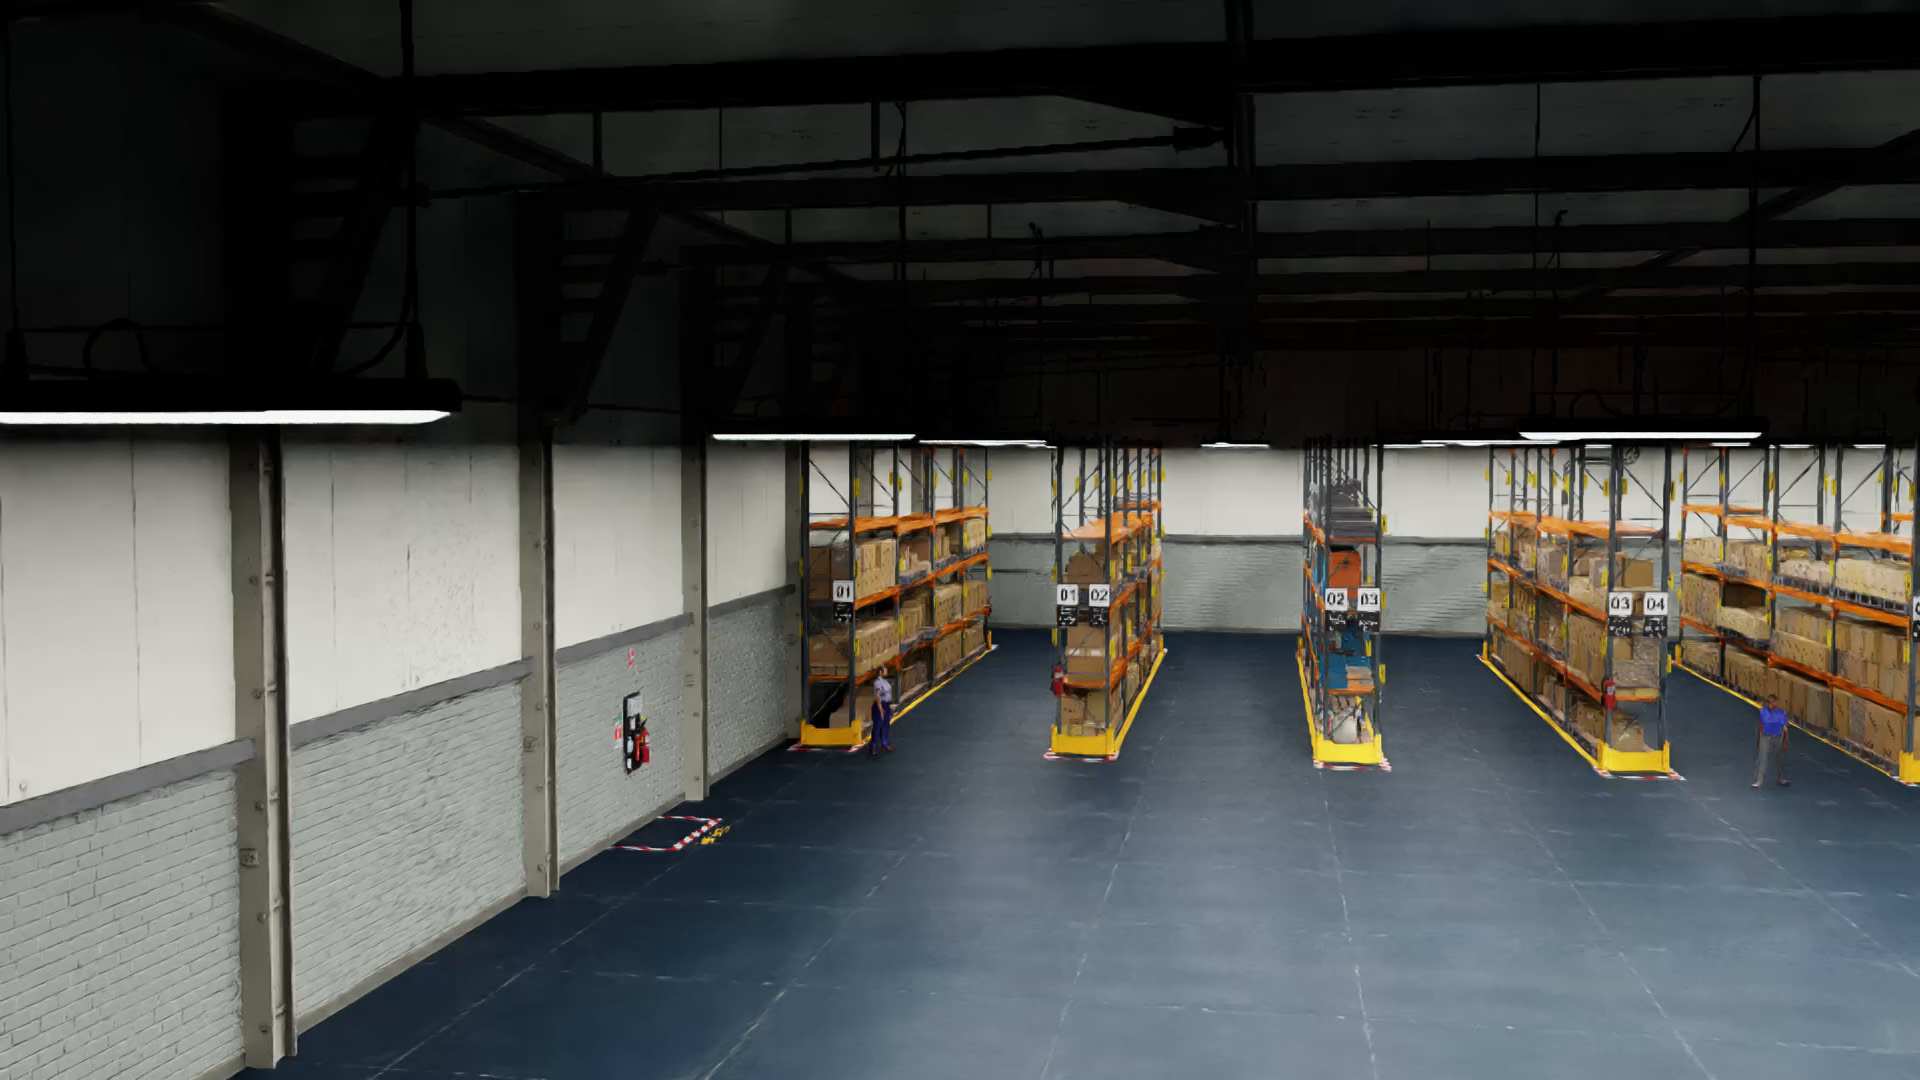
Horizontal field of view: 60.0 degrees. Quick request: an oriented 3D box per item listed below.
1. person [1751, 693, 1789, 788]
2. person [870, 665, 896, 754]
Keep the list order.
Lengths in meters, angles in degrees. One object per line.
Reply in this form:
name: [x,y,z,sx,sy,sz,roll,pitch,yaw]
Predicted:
person: [13.775,3.391,28.216,0.491,1.602,0.936,2,4,34]
person: [-1.487,3.185,31.446,0.379,1.653,0.659,1,3,19]
